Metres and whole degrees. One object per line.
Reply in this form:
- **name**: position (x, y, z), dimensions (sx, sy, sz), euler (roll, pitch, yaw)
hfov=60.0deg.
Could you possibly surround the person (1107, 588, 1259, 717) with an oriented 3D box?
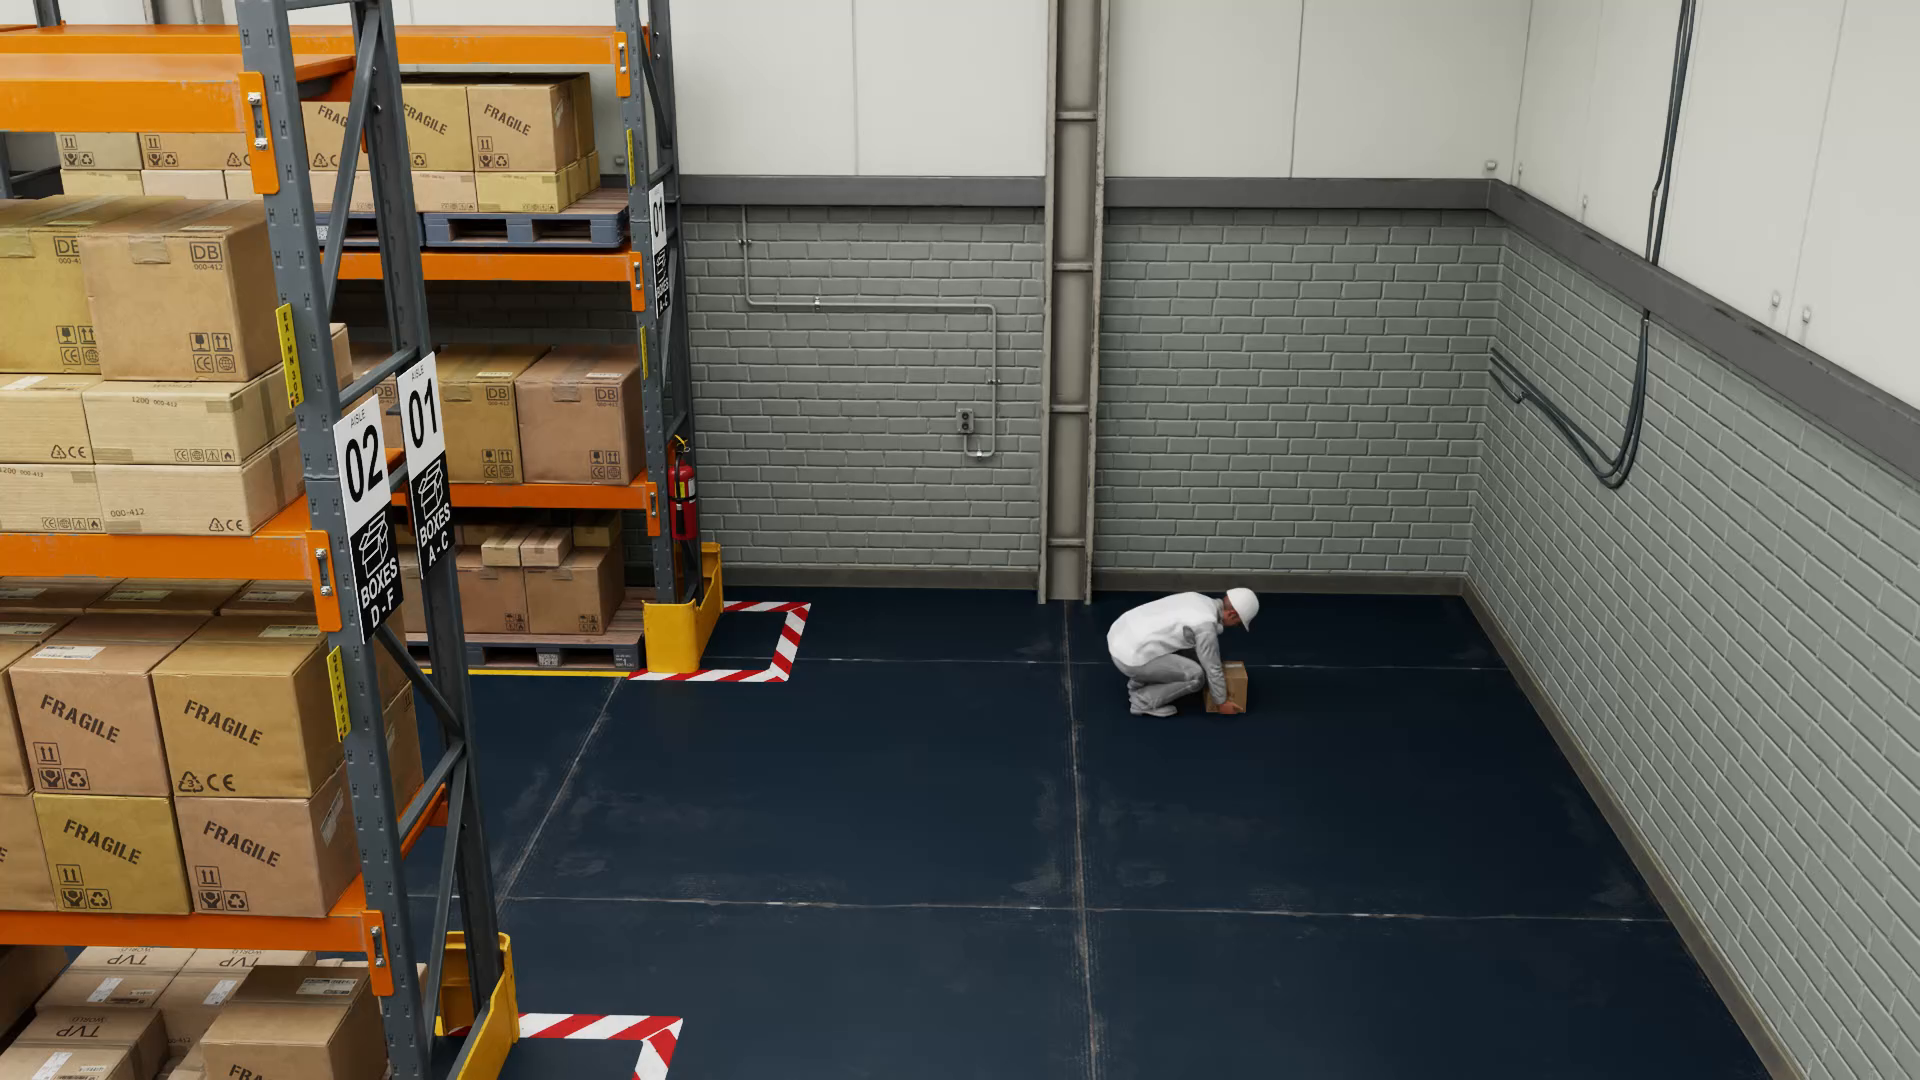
- **person**: position (1.418, 0.726, 10.619), dimensions (0.953, 0.860, 0.527), euler (1, 21, 1)
